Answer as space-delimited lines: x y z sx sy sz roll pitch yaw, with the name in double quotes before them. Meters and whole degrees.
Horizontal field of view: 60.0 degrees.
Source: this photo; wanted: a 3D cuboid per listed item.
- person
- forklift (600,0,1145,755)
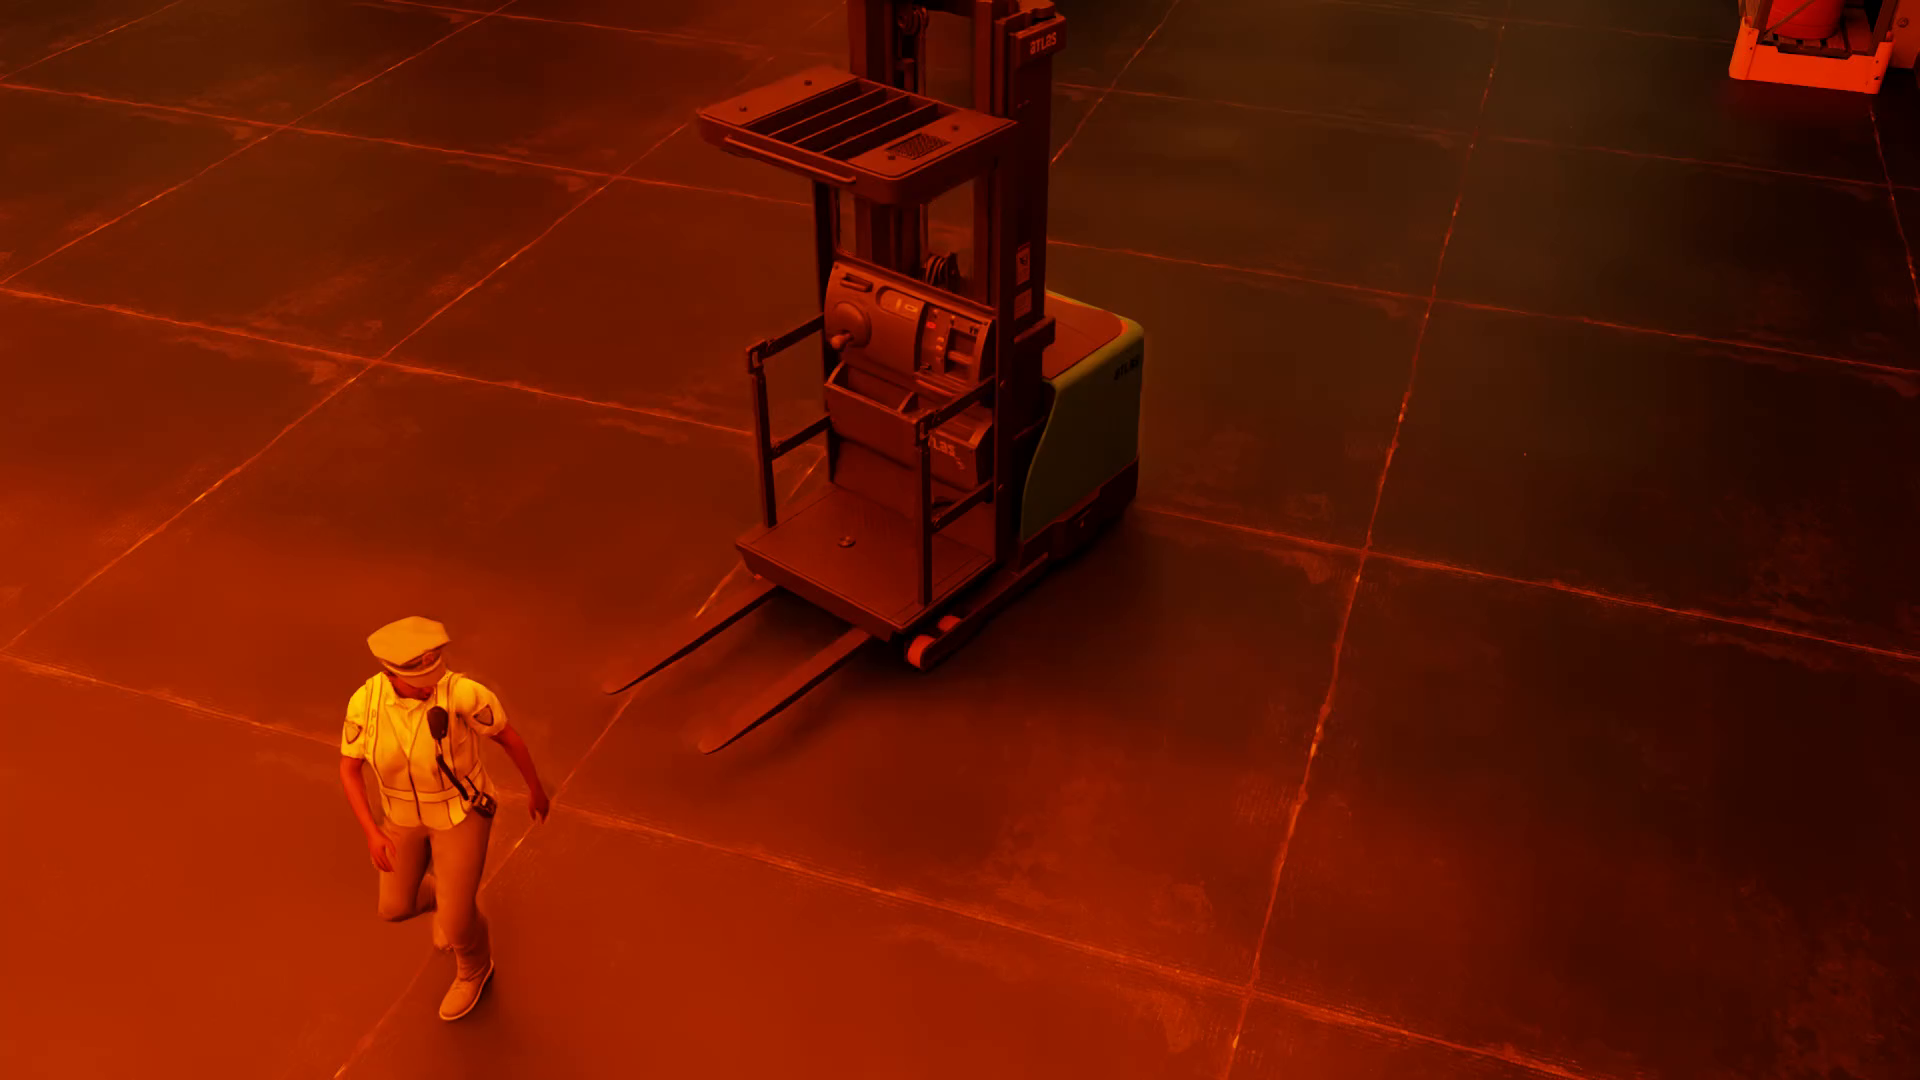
"person" -1.817 0.988 5.868 0.631 1.615 0.554 6 36 8
"forklift" -0.377 -0.914 7.400 1.130 2.935 3.031 25 42 31
